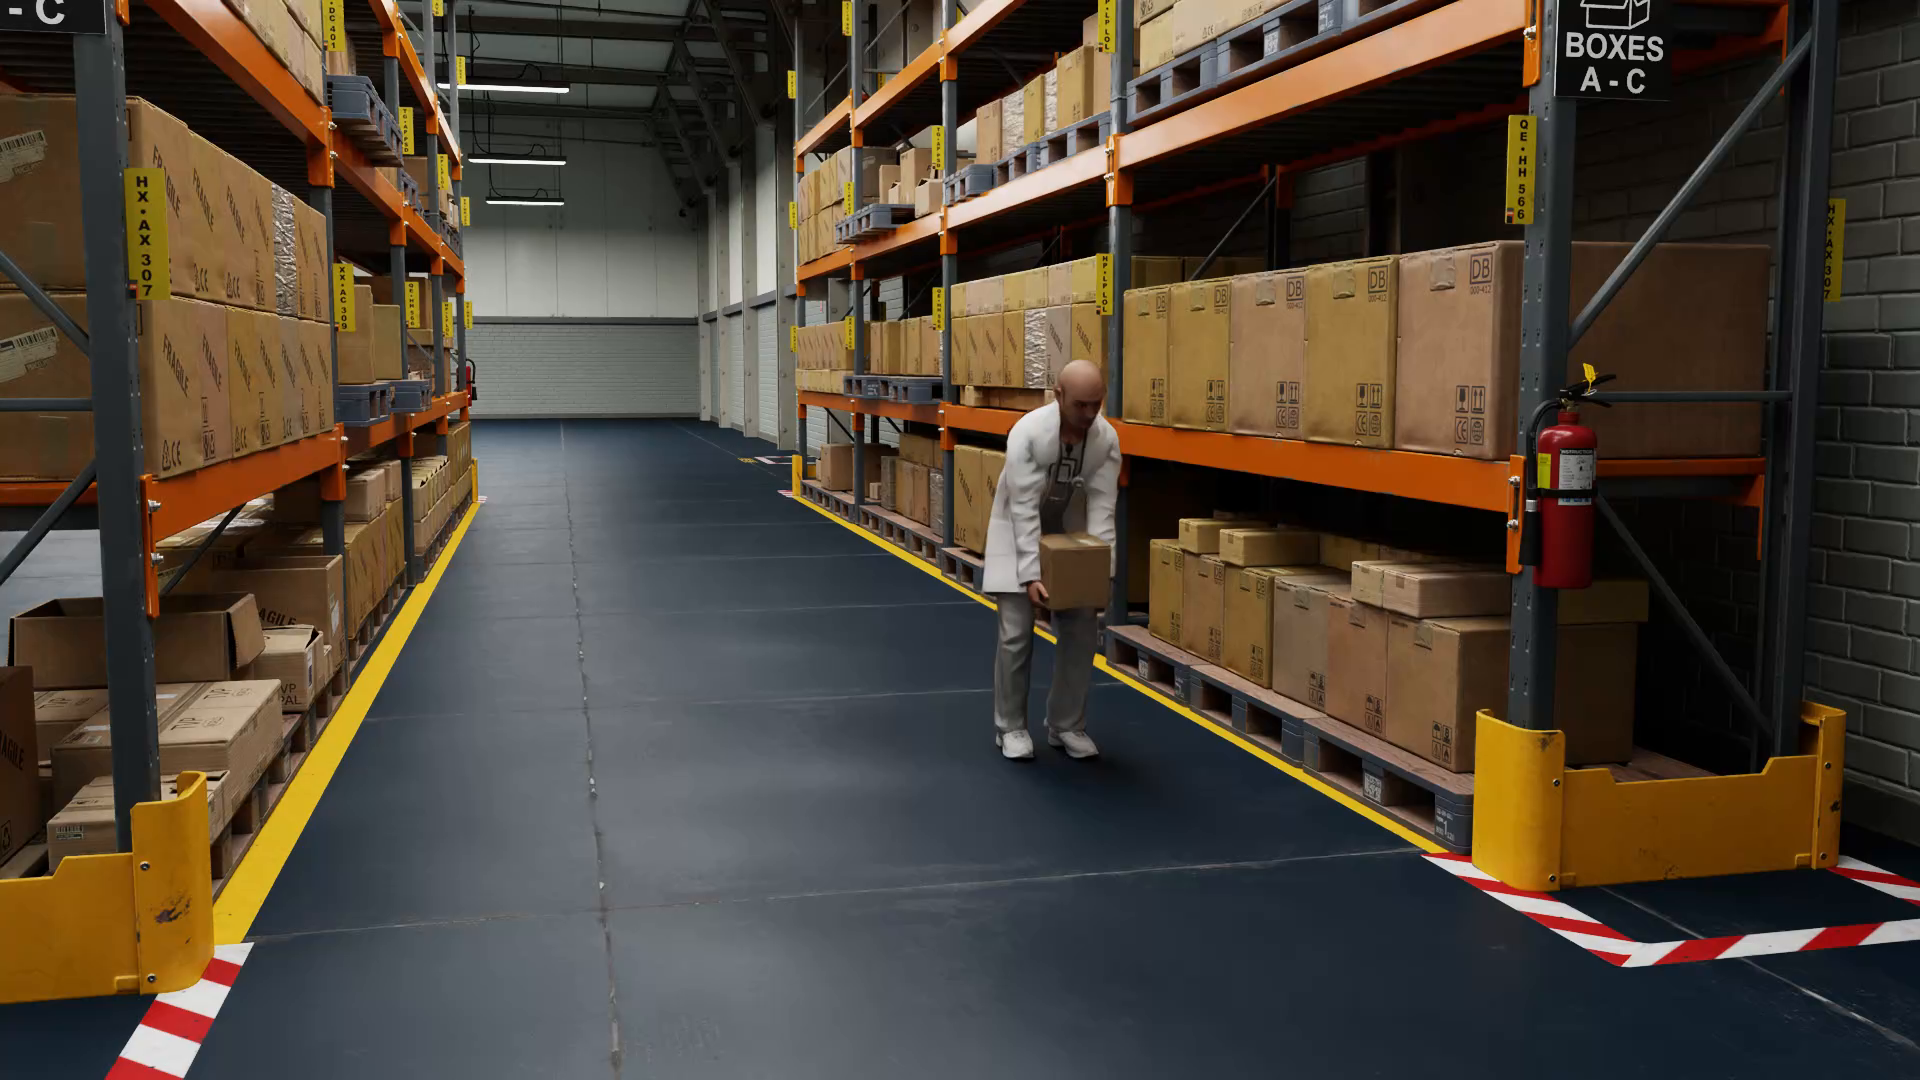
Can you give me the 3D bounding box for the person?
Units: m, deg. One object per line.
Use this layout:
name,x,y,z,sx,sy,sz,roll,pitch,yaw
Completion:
person,0.381,0.088,6.772,0.536,1.633,0.697,-2,6,-16
